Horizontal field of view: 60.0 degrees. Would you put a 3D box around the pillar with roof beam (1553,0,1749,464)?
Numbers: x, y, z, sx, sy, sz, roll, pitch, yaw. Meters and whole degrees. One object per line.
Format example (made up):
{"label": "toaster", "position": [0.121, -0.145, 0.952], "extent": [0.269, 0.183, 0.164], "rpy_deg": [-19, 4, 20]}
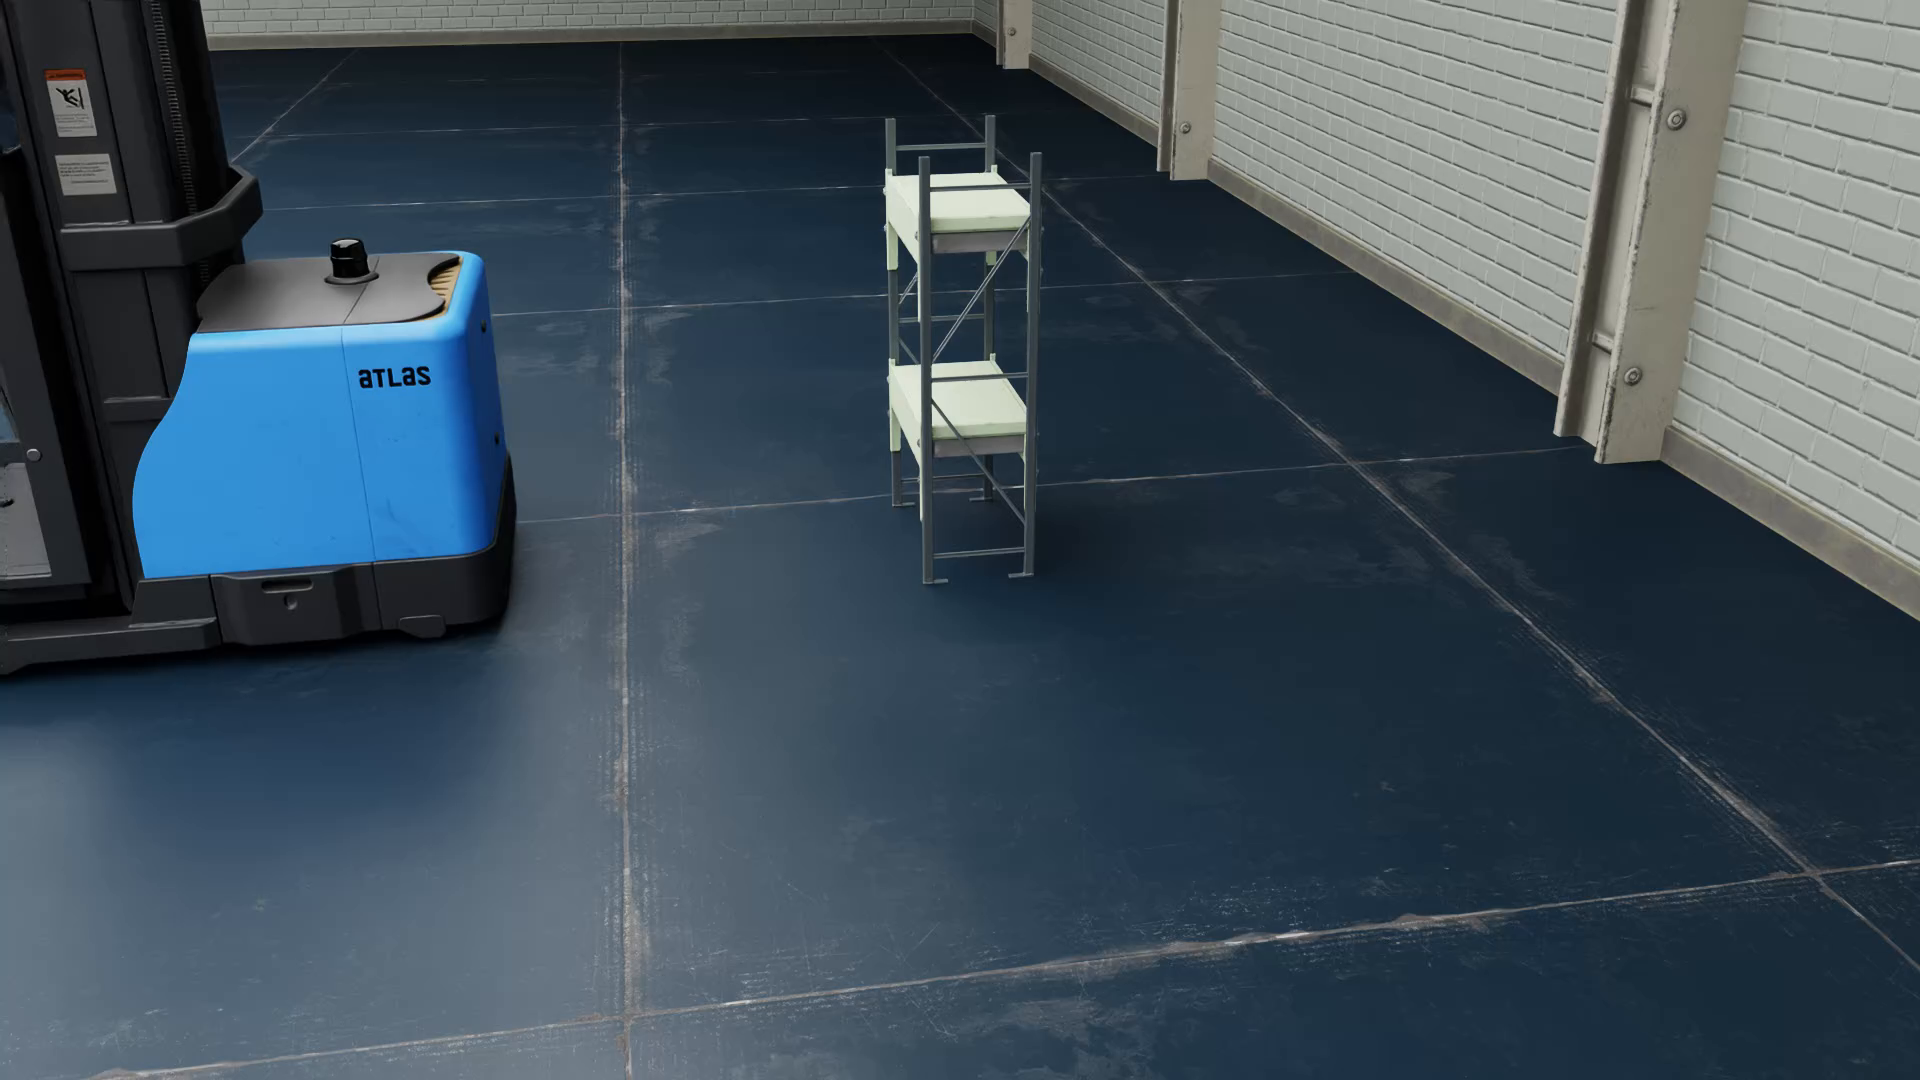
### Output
{"label": "pillar with roof beam", "position": [-1.428, -4.213, 4.654], "extent": [9.100, 9.000, 0.400], "rpy_deg": [-4, 24, -10]}

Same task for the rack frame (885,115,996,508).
{"label": "rack frame", "position": [-0.069, -0.834, 6.285], "extent": [0.400, 1.500, 0.023], "rpy_deg": [-4, 24, -10]}

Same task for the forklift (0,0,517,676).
{"label": "forklift", "position": [-3.089, -1.103, 5.113], "extent": [3.031, 2.935, 1.130], "rpy_deg": [-4, 24, -10]}

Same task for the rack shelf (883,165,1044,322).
{"label": "rack shelf", "position": [-0.001, -1.048, 5.800], "extent": [0.431, 0.370, 0.720], "rpy_deg": [-4, 24, -10]}

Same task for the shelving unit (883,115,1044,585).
{"label": "shelving unit", "position": [-0.001, -0.690, 5.956], "extent": [0.431, 1.500, 0.755], "rpy_deg": [-4, 24, -10]}

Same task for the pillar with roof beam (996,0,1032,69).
{"label": "pillar with roof beam", "position": [-3.647, -8.933, 15.461], "extent": [9.100, 9.000, 0.400], "rpy_deg": [-4, 24, -10]}

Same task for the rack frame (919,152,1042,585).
{"label": "rack frame", "position": [0.066, -0.546, 5.626], "extent": [0.400, 1.500, 0.023], "rpy_deg": [-4, 24, -10]}

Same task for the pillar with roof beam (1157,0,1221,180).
{"label": "pillar with roof beam", "position": [-2.537, -6.573, 10.058], "extent": [9.100, 9.000, 0.400], "rpy_deg": [-4, 24, -10]}

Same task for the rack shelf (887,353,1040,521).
{"label": "rack shelf", "position": [-0.001, -0.391, 6.086], "extent": [0.431, 0.370, 0.720], "rpy_deg": [-4, 24, -10]}
